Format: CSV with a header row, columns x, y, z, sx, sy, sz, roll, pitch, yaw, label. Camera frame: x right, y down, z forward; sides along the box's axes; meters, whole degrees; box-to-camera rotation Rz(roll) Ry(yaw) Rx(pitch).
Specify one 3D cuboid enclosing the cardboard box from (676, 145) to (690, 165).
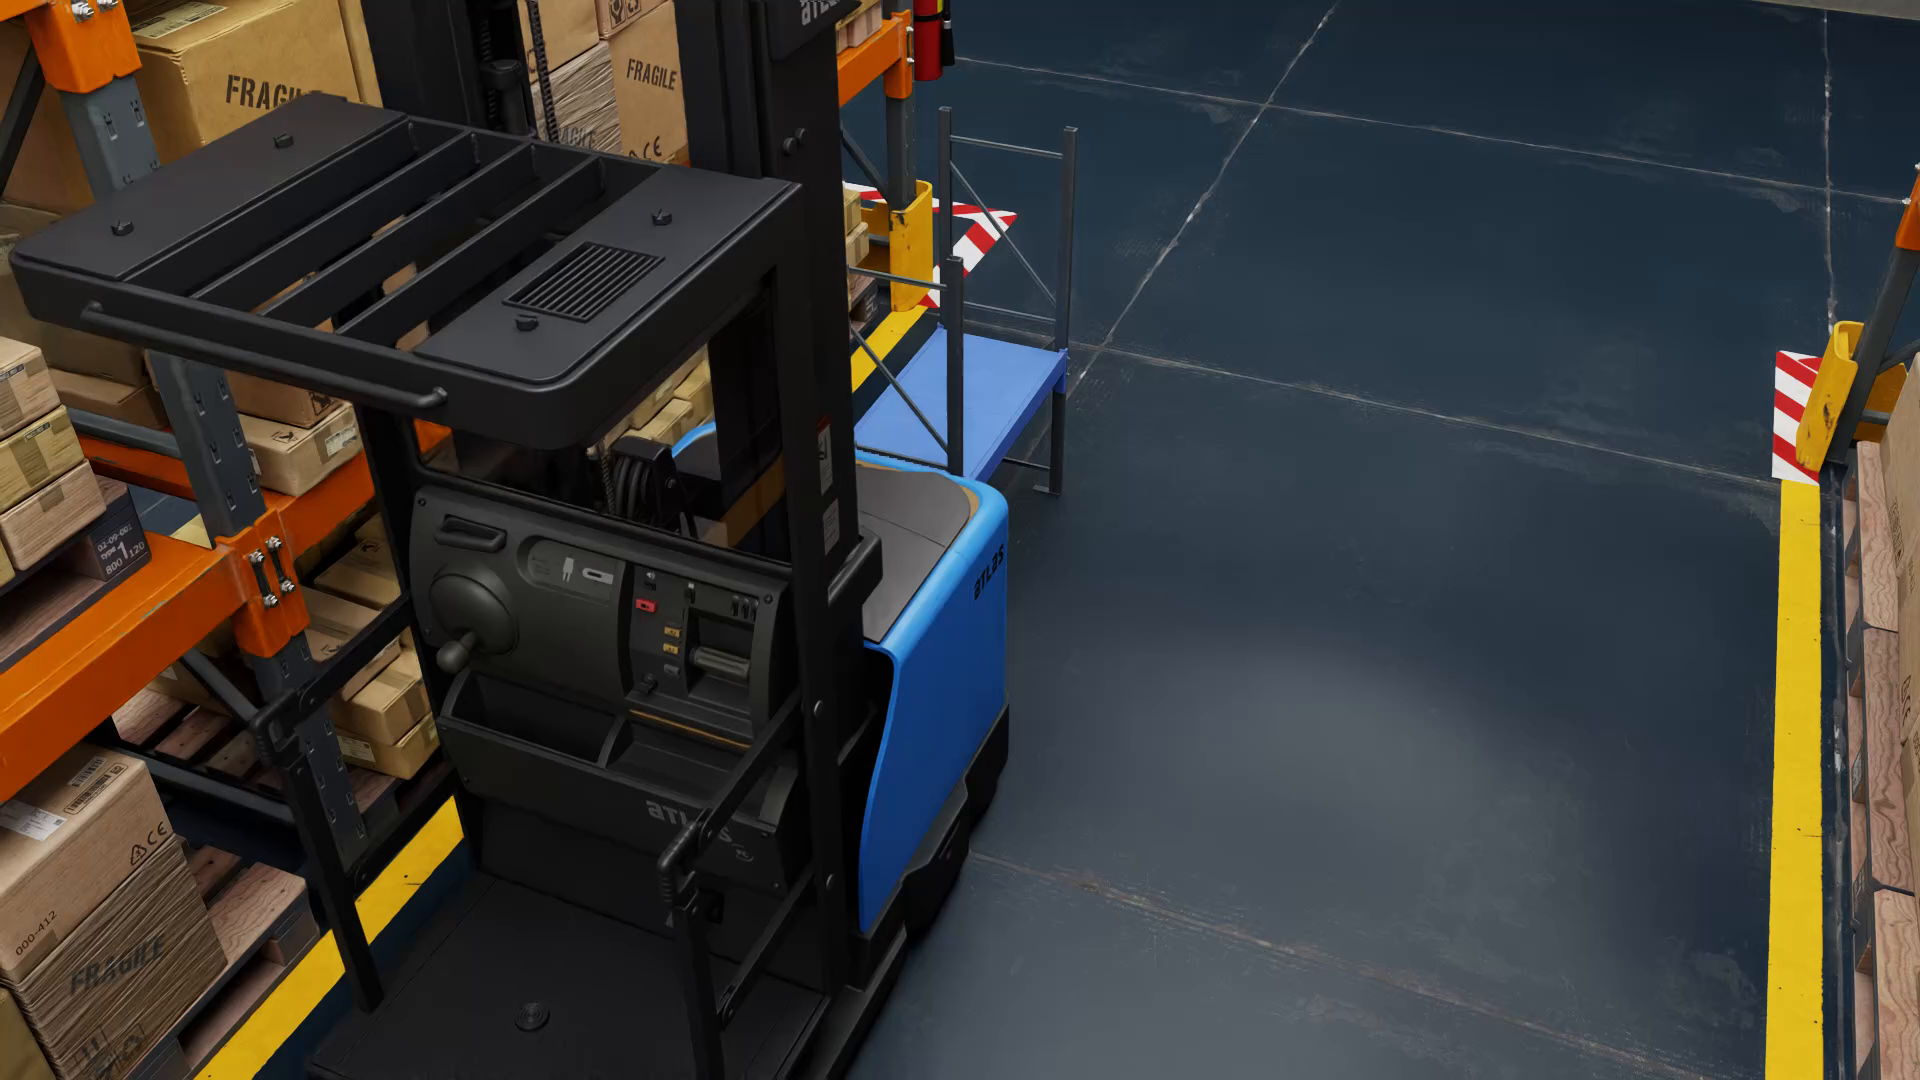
x,y,z,sx,sy,sz,roll,pitch,yaw,label
-1.118,-1.471,5.922,0.380,0.149,0.250,12,38,16,cardboard box

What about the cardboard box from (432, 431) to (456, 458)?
x,y,z,sx,sy,sz,roll,pitch,yaw,label
-1.974,-0.402,5.816,0.380,0.149,0.250,12,38,16,cardboard box

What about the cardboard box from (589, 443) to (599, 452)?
x,y,z,sx,sy,sz,roll,pitch,yaw,label
-1.422,-0.265,5.632,0.380,0.149,0.250,15,39,19,cardboard box

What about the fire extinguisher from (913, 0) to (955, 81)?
x,y,z,sx,sy,sz,roll,pitch,yaw,label
-0.161,-2.363,7.282,0.296,0.674,0.183,14,39,18,fire extinguisher

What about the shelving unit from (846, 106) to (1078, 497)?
x,y,z,sx,sy,sz,roll,pitch,yaw,label
-0.032,-0.554,5.738,0.538,1.500,1.048,14,39,18,shelving unit

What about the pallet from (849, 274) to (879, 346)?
x,y,z,sx,sy,sz,roll,pitch,yaw,label
-1.054,-0.908,7.289,1.003,0.211,1.213,14,39,18,pallet

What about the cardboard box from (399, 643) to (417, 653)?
x,y,z,sx,sy,sz,roll,pitch,yaw,label
-1.758,0.272,5.163,0.380,0.149,0.250,14,39,18,cardboard box

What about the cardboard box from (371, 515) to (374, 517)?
x,y,z,sx,sy,sz,roll,pitch,yaw,label
-2.016,-0.108,5.671,0.380,0.149,0.250,14,39,18,cardboard box

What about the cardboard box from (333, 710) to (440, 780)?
x,y,z,sx,sy,sz,roll,pitch,yaw,label
-1.770,0.551,5.038,0.380,0.149,0.250,12,38,16,cardboard box

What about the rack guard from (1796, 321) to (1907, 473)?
x,y,z,sx,sy,sz,roll,pitch,yaw,label
3.942,-0.450,6.434,1.175,0.500,0.348,14,39,18,rack guard

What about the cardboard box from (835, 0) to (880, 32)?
x,y,z,sx,sy,sz,roll,pitch,yaw,label
-0.616,-2.361,6.571,0.500,0.500,0.500,15,39,19,cardboard box

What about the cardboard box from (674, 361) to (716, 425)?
x,y,z,sx,sy,sz,roll,pitch,yaw,label
-1.116,-0.582,6.305,0.380,0.149,0.250,16,40,20,cardboard box

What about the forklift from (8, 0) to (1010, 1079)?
x,y,z,sx,sy,sz,roll,pitch,yaw,label
-0.895,0.234,3.489,1.130,2.935,3.031,14,39,18,forklift

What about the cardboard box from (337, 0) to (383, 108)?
x,y,z,sx,sy,sz,roll,pitch,yaw,label
-1.625,-1.339,4.369,0.500,0.500,0.500,13,39,16,cardboard box

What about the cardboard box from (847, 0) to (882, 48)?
x,y,z,sx,sy,sz,roll,pitch,yaw,label
-0.546,-2.164,6.849,0.380,0.149,0.250,14,39,18,cardboard box

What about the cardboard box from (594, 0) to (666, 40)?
x,y,z,sx,sy,sz,roll,pitch,yaw,label
-1.208,-1.895,5.112,0.500,0.500,0.500,13,39,16,cardboard box

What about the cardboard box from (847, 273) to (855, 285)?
x,y,z,sx,sy,sz,roll,pitch,yaw,label
-0.691,-1.197,7.376,0.380,0.149,0.250,14,39,18,cardboard box

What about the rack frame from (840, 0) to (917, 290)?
x,y,z,sx,sy,sz,roll,pitch,yaw,label
-0.684,-2.509,7.102,1.000,3.000,0.127,14,39,18,rack frame

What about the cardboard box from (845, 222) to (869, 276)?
x,y,z,sx,sy,sz,roll,pitch,yaw,label
-0.620,-1.297,7.262,0.380,0.149,0.250,13,39,17,cardboard box

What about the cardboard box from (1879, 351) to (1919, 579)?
x,y,z,sx,sy,sz,roll,pitch,yaw,label
3.774,-0.191,5.790,0.875,0.438,0.875,13,39,16,cardboard box

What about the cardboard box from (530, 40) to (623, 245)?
x,y,z,sx,sy,sz,roll,pitch,yaw,label
-1.377,-1.217,5.041,0.500,0.500,0.500,13,39,17,cardboard box

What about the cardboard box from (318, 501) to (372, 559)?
x,y,z,sx,sy,sz,roll,pitch,yaw,label
-2.162,-0.105,5.419,0.380,0.149,0.250,13,39,17,cardboard box

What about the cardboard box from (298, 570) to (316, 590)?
x,y,z,sx,sy,sz,roll,pitch,yaw,label
-2.288,0.161,5.312,0.380,0.149,0.250,12,38,16,cardboard box

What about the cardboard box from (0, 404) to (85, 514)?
x,y,z,sx,sy,sz,roll,pitch,yaw,label
-2.174,-0.216,3.644,0.380,0.149,0.250,15,39,19,cardboard box

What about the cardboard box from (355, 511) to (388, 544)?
x,y,z,sx,sy,sz,roll,pitch,yaw,label
-1.672,0.007,5.269,0.380,0.149,0.250,13,39,17,cardboard box

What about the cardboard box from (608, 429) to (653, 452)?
x,y,z,sx,sy,sz,roll,pitch,yaw,label
-1.313,-0.292,5.918,0.380,0.149,0.250,14,39,17,cardboard box

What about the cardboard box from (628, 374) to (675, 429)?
x,y,z,sx,sy,sz,roll,pitch,yaw,label
-1.265,-0.562,6.030,0.380,0.149,0.250,14,39,18,cardboard box

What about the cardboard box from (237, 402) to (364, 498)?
x,y,z,sx,sy,sz,roll,pitch,yaw,label
-1.795,-0.276,4.324,0.380,0.149,0.250,15,39,19,cardboard box

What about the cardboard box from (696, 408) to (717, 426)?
x,y,z,sx,sy,sz,roll,pitch,yaw,label
-1.119,-0.463,6.394,0.380,0.149,0.250,15,39,19,cardboard box

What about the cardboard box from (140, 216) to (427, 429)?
x,y,z,sx,sy,sz,roll,pitch,yaw,label
-1.784,-0.671,4.310,0.500,0.500,0.500,13,39,17,cardboard box

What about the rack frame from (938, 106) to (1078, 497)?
x,y,z,sx,sy,sz,roll,pitch,yaw,label
0.161,-0.835,6.114,0.500,1.500,0.032,14,39,18,rack frame

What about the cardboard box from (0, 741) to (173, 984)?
x,y,z,sx,sy,sz,roll,pitch,yaw,label
-2.255,0.708,3.908,0.500,0.250,0.500,13,39,17,cardboard box

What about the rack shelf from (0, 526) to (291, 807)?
x,y,z,sx,sy,sz,roll,pitch,yaw,label
-2.966,1.101,2.873,1.077,0.370,4.000,14,39,18,rack shelf

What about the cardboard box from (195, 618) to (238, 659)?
x,y,z,sx,sy,sz,roll,pitch,yaw,label
-2.311,0.185,5.031,0.380,0.149,0.250,15,39,19,cardboard box

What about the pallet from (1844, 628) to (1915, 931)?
x,y,z,sx,sy,sz,roll,pitch,yaw,label
3.235,0.813,4.986,1.003,0.211,1.213,14,39,18,pallet

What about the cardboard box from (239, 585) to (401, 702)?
x,y,z,sx,sy,sz,roll,pitch,yaw,label
-1.883,0.297,4.880,0.380,0.149,0.250,15,39,20,cardboard box

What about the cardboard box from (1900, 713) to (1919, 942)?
x,y,z,sx,sy,sz,roll,pitch,yaw,label
3.089,0.816,4.442,0.875,0.438,0.875,13,39,16,cardboard box

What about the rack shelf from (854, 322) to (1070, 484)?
x,y,z,sx,sy,sz,roll,pitch,yaw,label
-0.032,-0.409,5.845,0.538,0.185,1.000,14,39,18,rack shelf

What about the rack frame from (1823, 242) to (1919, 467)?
x,y,z,sx,sy,sz,roll,pitch,yaw,label
3.933,-1.438,5.668,1.000,3.000,0.127,14,39,18,rack frame

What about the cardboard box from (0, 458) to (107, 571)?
x,y,z,sx,sy,sz,roll,pitch,yaw,label
-2.173,-0.097,3.734,0.380,0.149,0.250,13,39,17,cardboard box

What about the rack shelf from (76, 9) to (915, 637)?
x,y,z,sx,sy,sz,roll,pitch,yaw,label
-1.444,-1.114,5.835,1.077,0.370,4.000,14,39,18,rack shelf

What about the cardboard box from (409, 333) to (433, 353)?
x,y,z,sx,sy,sz,roll,pitch,yaw,label
-1.713,-0.596,4.751,0.380,0.149,0.250,12,38,16,cardboard box

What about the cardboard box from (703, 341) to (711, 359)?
x,y,z,sx,sy,sz,roll,pitch,yaw,label
-0.988,-0.834,6.394,0.380,0.149,0.250,15,39,19,cardboard box

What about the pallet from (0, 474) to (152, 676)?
x,y,z,sx,sy,sz,roll,pitch,yaw,label
-2.631,0.172,3.674,1.003,0.211,1.213,14,39,18,pallet

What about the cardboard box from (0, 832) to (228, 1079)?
x,y,z,sx,sy,sz,roll,pitch,yaw,label
-2.254,1.006,4.136,0.500,0.500,0.500,13,39,17,cardboard box
